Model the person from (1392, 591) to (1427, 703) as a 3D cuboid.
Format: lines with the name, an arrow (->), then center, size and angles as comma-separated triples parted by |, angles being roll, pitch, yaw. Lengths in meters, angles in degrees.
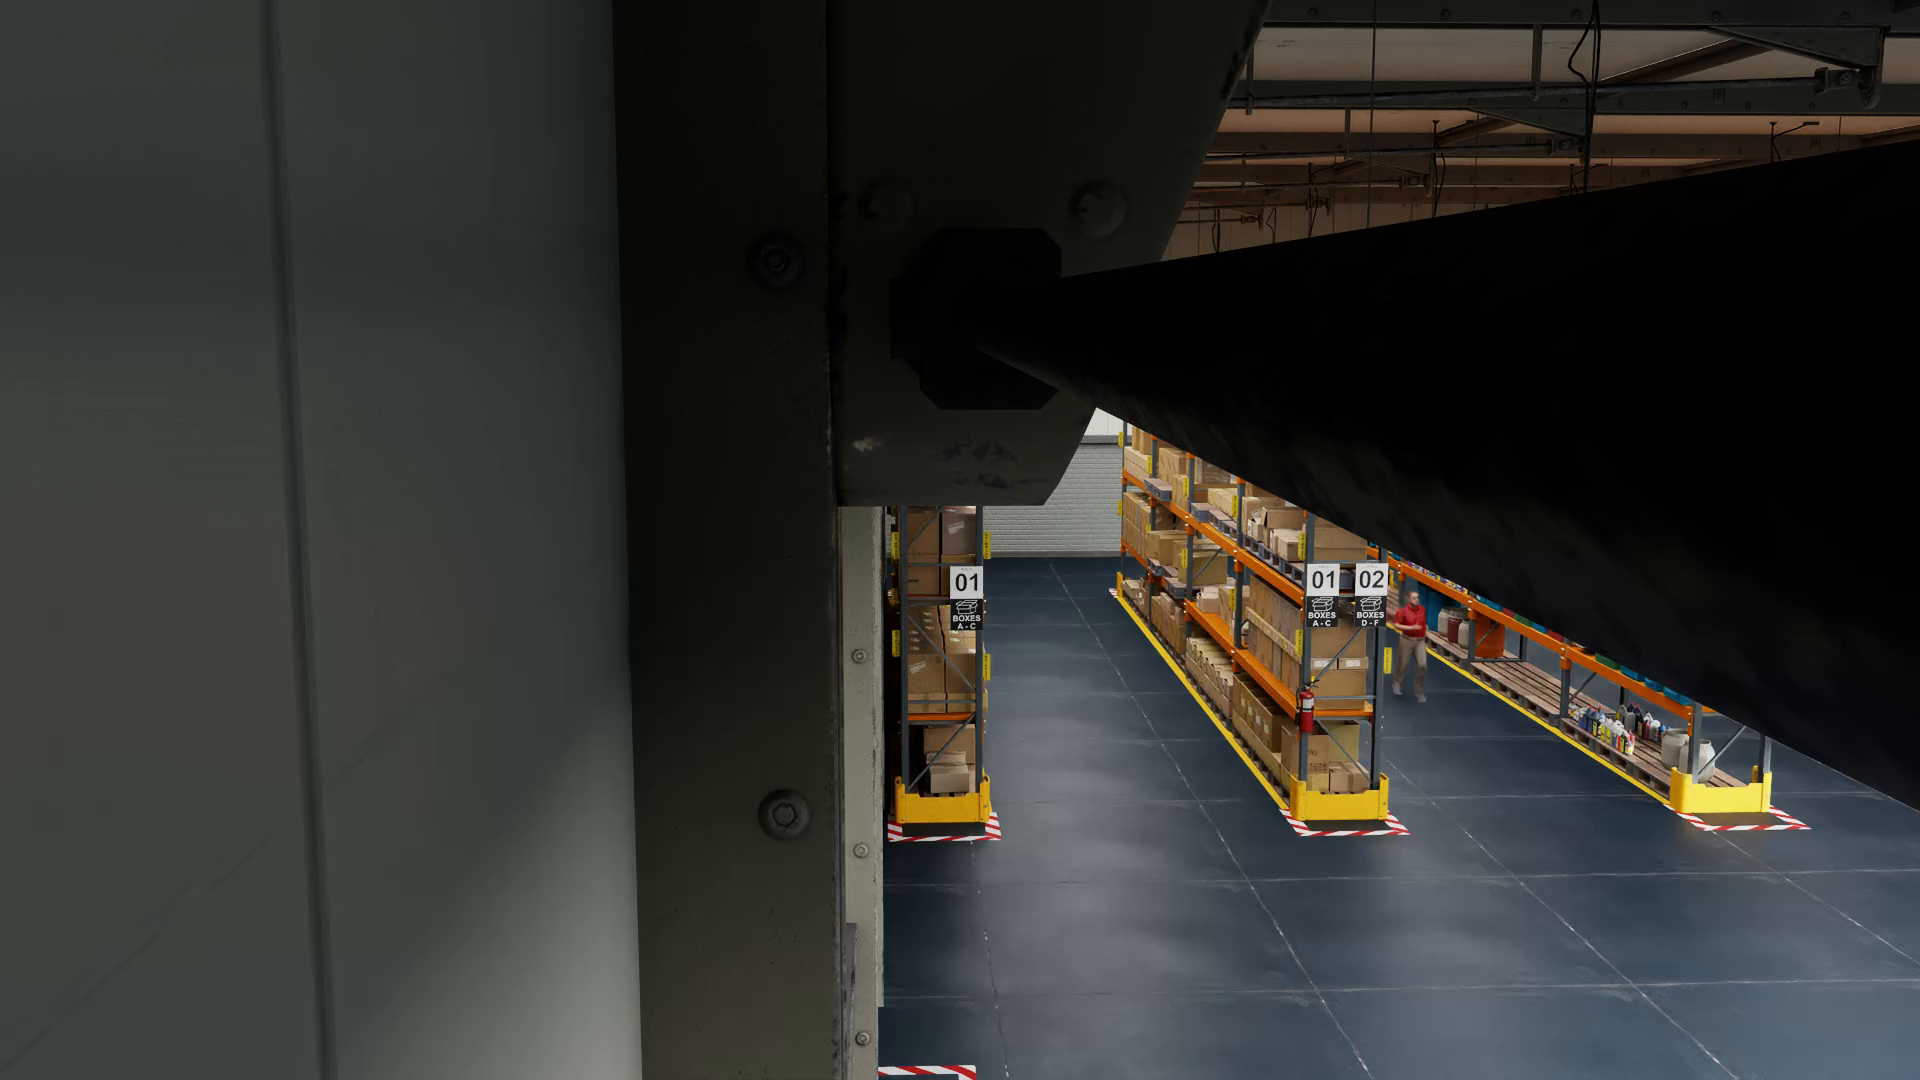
person -> 7.279, 1.719, 26.875 | 0.652, 1.809, 0.832 | -1, 8, -10
